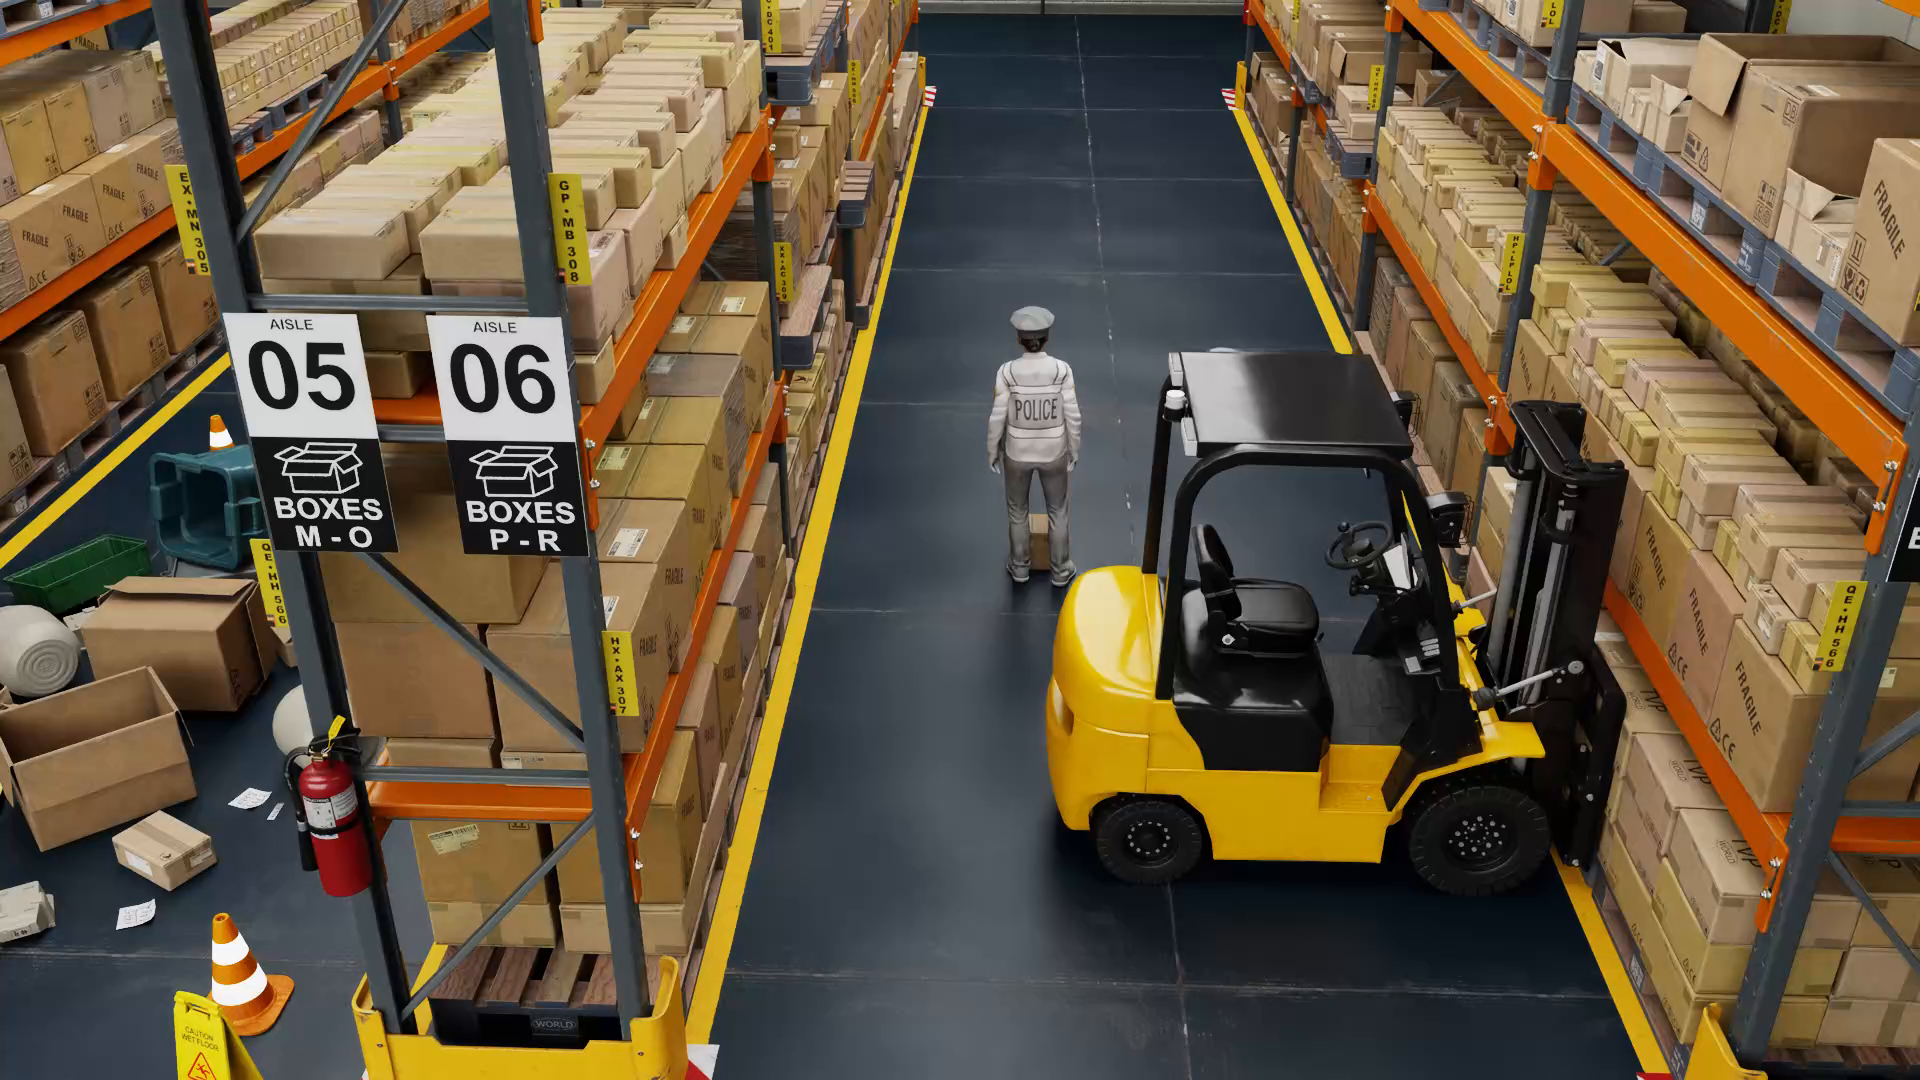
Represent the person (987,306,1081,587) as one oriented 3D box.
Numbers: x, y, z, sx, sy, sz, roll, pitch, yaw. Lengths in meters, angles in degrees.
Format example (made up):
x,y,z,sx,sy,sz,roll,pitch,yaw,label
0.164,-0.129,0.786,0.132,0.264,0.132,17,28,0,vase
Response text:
x,y,z,sx,sy,sz,roll,pitch,yaw,label
0.426,-0.510,9.567,0.547,1.667,0.408,0,28,-1,person
